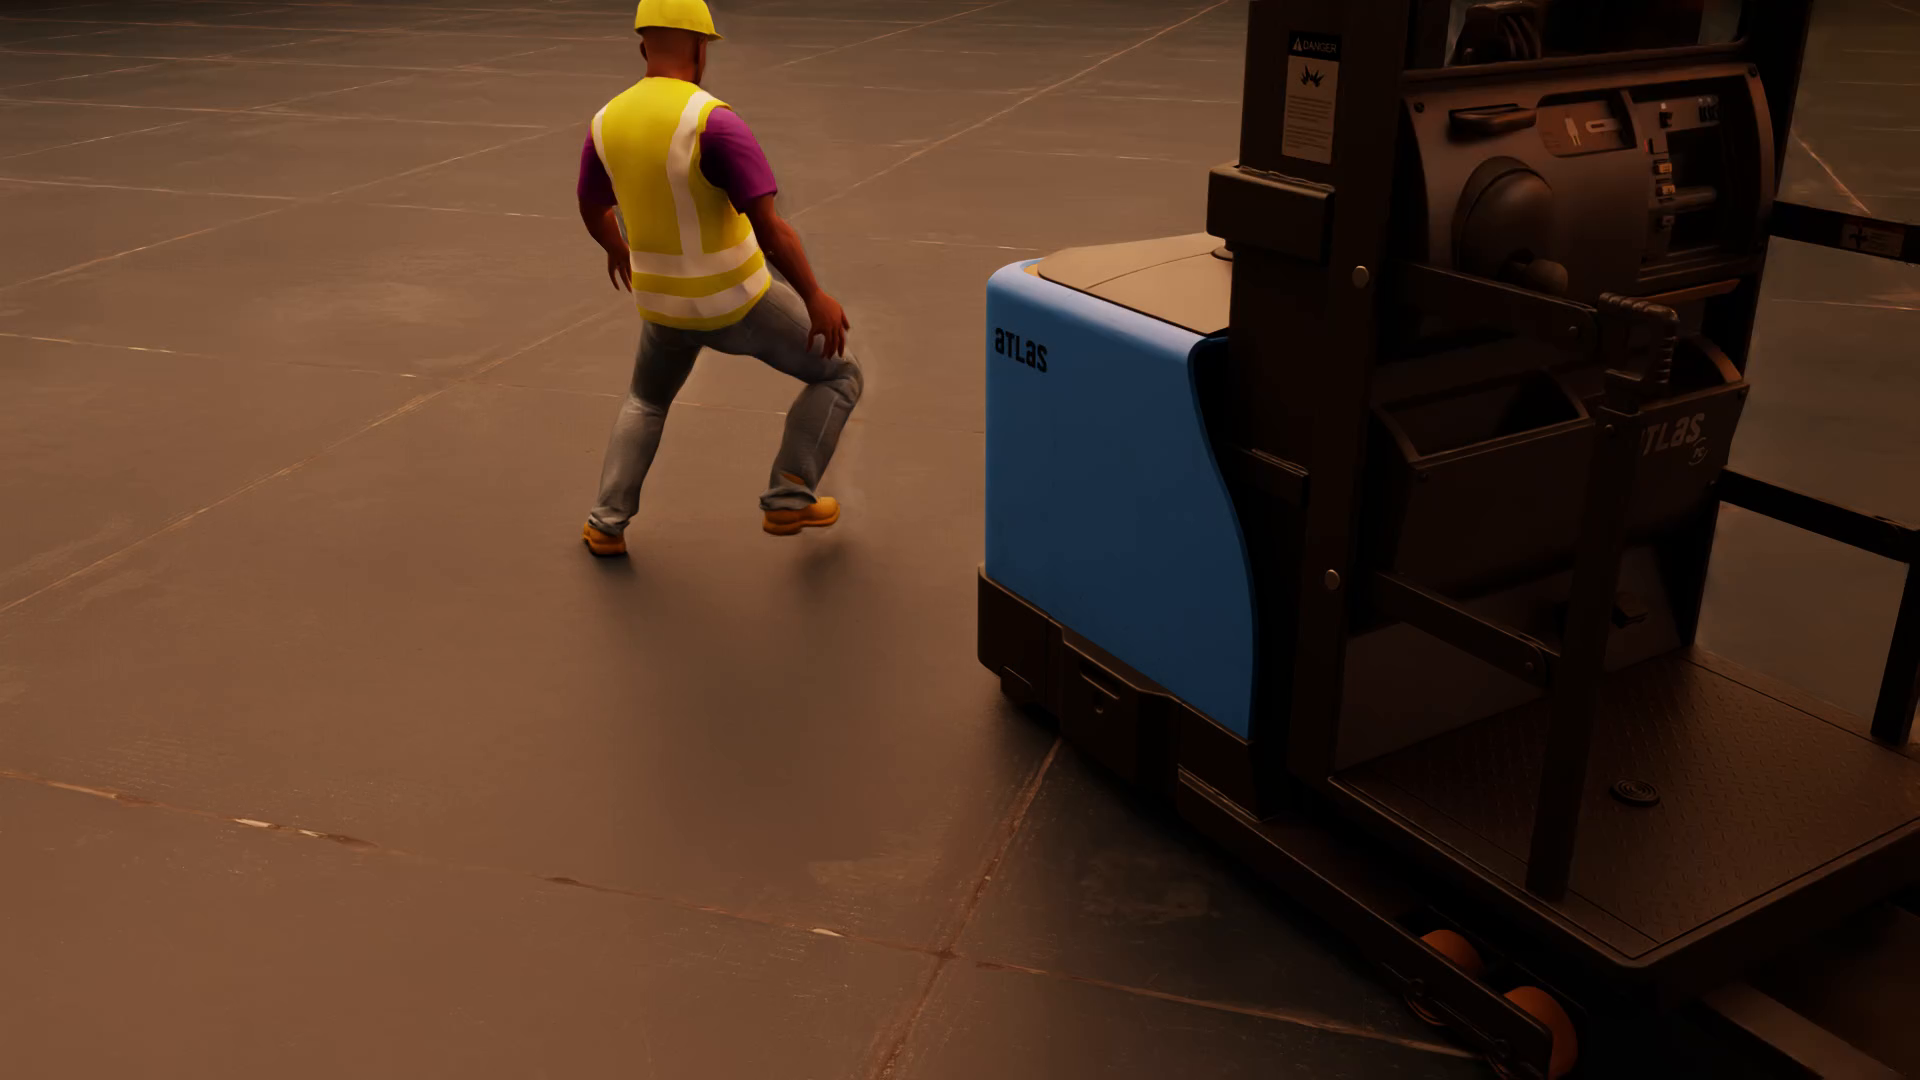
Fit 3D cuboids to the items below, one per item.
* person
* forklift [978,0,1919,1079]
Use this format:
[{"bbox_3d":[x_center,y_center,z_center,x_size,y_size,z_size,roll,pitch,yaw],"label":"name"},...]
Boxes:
[{"bbox_3d":[-0.743,-0.754,4.826,1.004,1.647,0.642,15,27,32],"label":"person"},{"bbox_3d":[1.249,-0.621,2.785,1.130,2.935,3.031,-13,26,-29],"label":"forklift"}]
